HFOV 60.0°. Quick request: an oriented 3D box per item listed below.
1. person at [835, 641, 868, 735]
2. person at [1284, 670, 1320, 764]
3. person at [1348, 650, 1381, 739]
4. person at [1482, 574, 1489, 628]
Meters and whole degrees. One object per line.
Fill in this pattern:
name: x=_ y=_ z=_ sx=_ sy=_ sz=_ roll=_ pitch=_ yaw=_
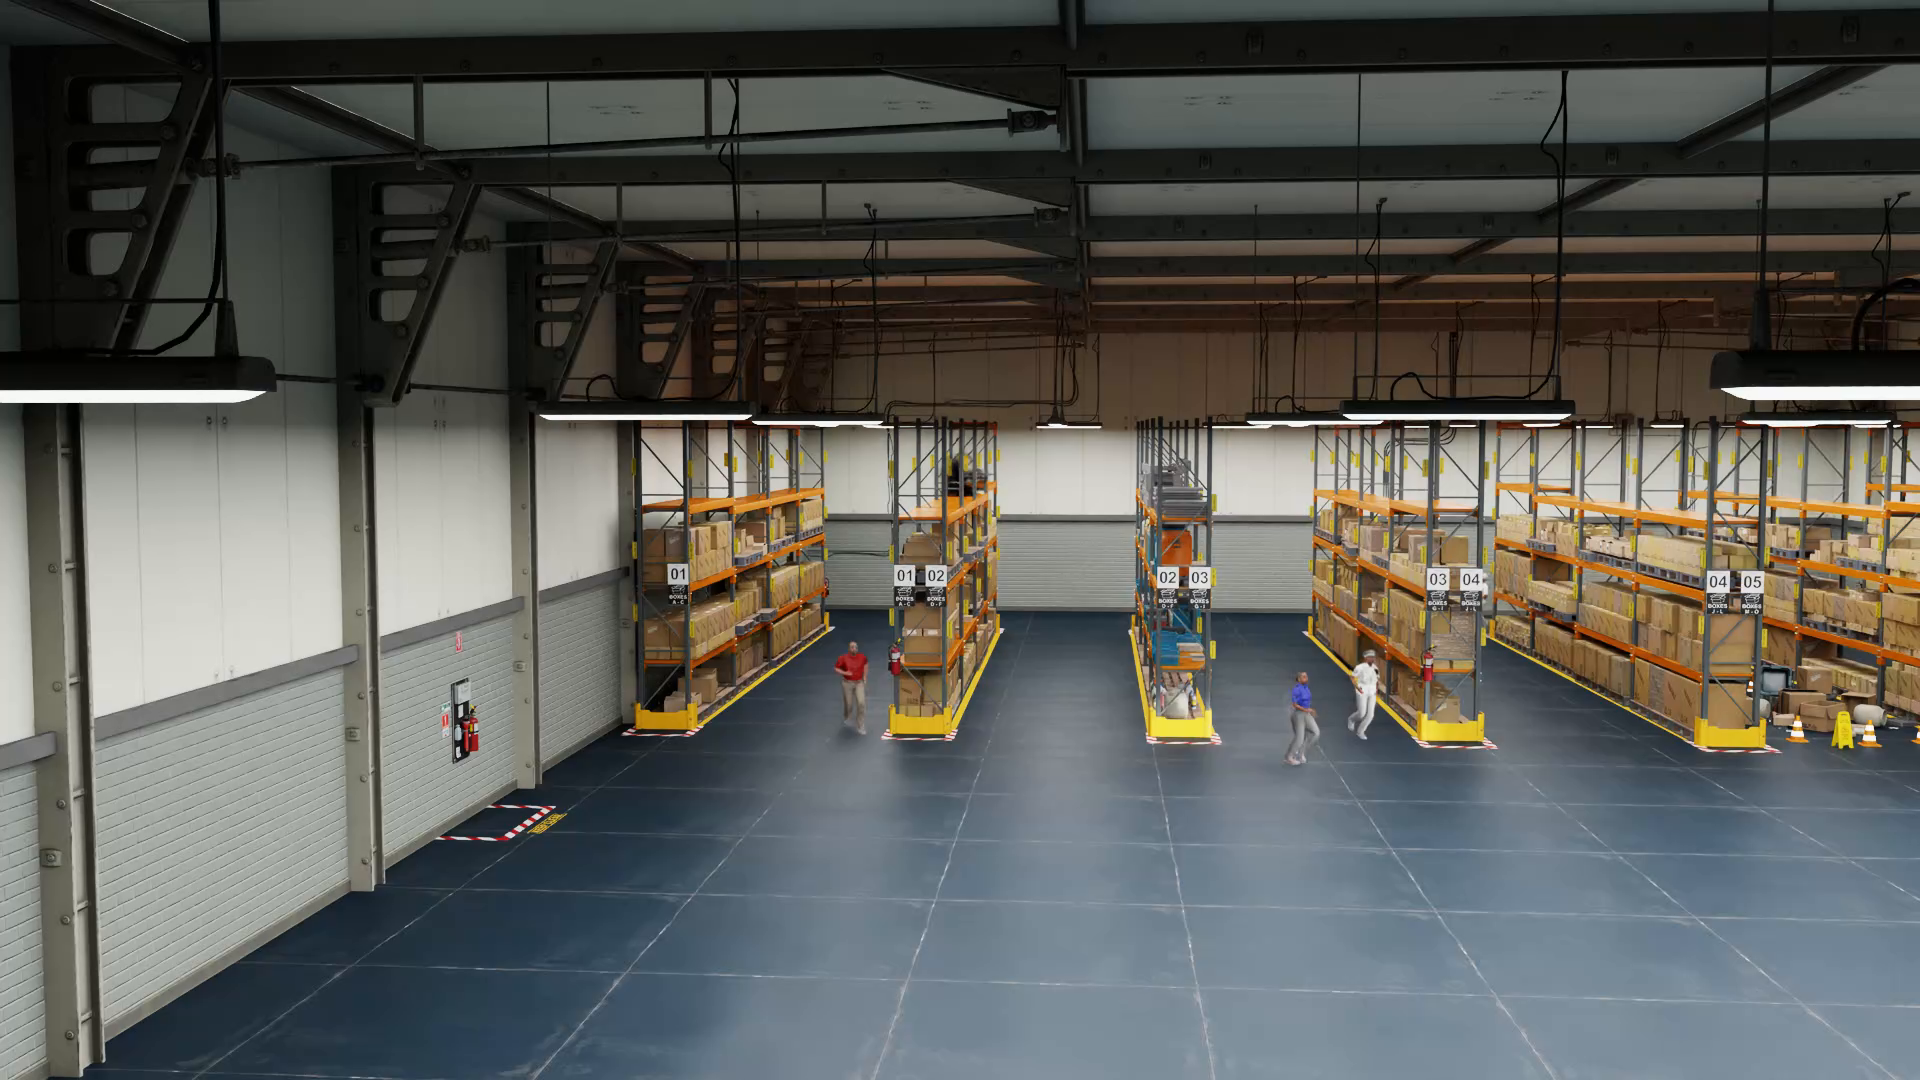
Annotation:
person: x=-2.052 y=2.800 z=31.716 sx=0.693 sy=1.756 sz=0.935 roll=-1 pitch=4 yaw=-14
person: x=5.879 y=3.041 z=28.526 sx=0.618 sy=1.619 sz=0.548 roll=3 pitch=5 yaw=40
person: x=7.606 y=2.870 z=31.207 sx=0.600 sy=1.663 sz=0.544 roll=-1 pitch=4 yaw=-13
person: x=14.796 y=1.784 z=47.573 sx=0.730 sy=1.691 sz=0.777 roll=1 pitch=4 yaw=10
